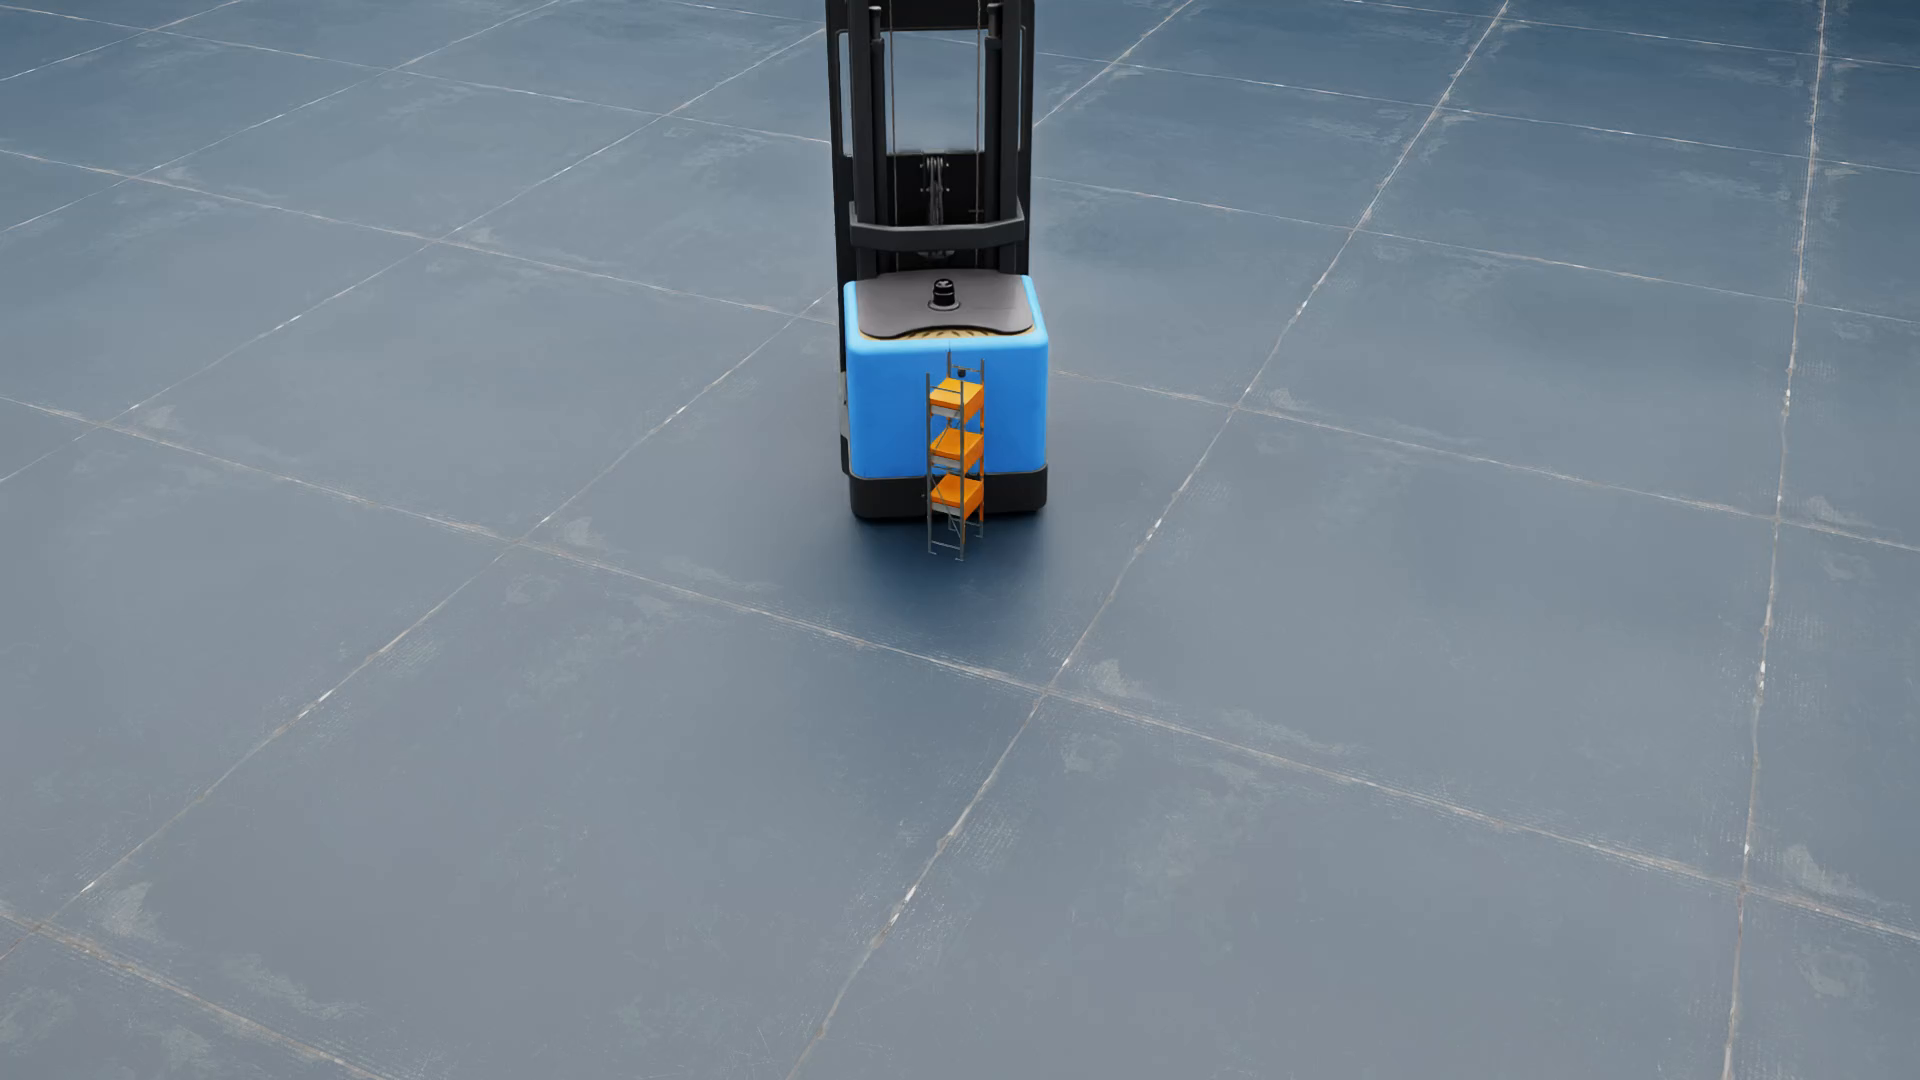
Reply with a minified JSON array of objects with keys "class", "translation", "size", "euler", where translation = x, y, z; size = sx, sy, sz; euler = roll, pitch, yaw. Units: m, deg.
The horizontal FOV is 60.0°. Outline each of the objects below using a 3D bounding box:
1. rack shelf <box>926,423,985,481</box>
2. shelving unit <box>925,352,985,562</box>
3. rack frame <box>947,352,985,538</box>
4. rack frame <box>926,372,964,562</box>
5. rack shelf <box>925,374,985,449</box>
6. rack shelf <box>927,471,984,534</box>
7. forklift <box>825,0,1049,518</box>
[{"class":"rack shelf","translation":[-0.022,-0.404,8.427],"size":[0.215,0.259,0.240],"euler":[14,36,20]},{"class":"shelving unit","translation":[-0.022,-0.412,8.421],"size":[0.215,1.050,0.252],"euler":[14,36,20]},{"class":"rack frame","translation":[0.029,-0.473,8.514],"size":[0.200,1.050,0.008],"euler":[14,36,20]},{"class":"rack frame","translation":[-0.073,-0.352,8.329],"size":[0.200,1.050,0.008],"euler":[14,36,20]},{"class":"rack shelf","translation":[-0.022,-0.641,8.272],"size":[0.215,0.259,0.240],"euler":[14,36,20]},{"class":"rack shelf","translation":[-0.022,-0.171,8.580],"size":[0.215,0.259,0.240],"euler":[14,36,20]},{"class":"forklift","translation":[-0.176,-2.128,9.323],"size":[1.130,2.935,3.031],"euler":[-3,33,-4]}]
